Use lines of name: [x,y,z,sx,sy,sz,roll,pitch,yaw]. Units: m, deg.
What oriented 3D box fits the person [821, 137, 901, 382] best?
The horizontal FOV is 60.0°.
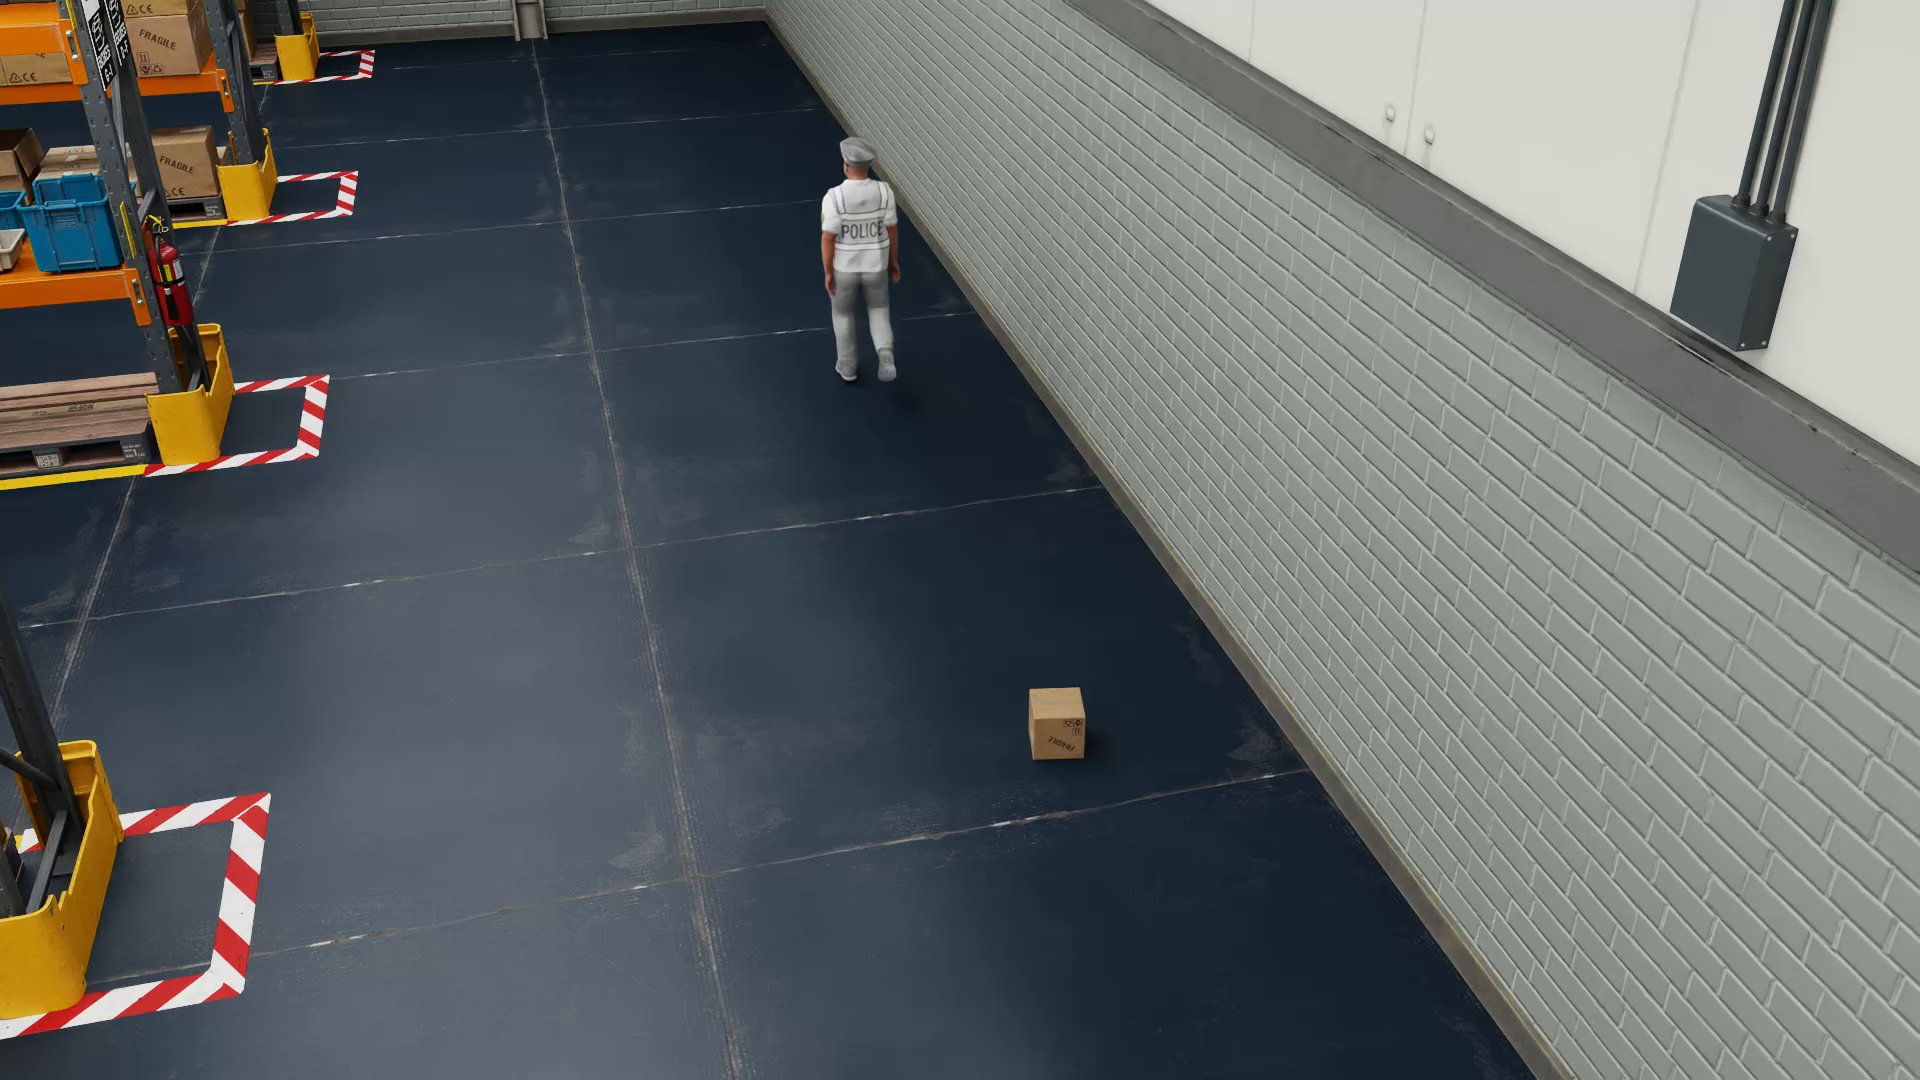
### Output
person: [-0.679,-1.900,11.470,0.569,1.753,0.657,-8,31,-14]
